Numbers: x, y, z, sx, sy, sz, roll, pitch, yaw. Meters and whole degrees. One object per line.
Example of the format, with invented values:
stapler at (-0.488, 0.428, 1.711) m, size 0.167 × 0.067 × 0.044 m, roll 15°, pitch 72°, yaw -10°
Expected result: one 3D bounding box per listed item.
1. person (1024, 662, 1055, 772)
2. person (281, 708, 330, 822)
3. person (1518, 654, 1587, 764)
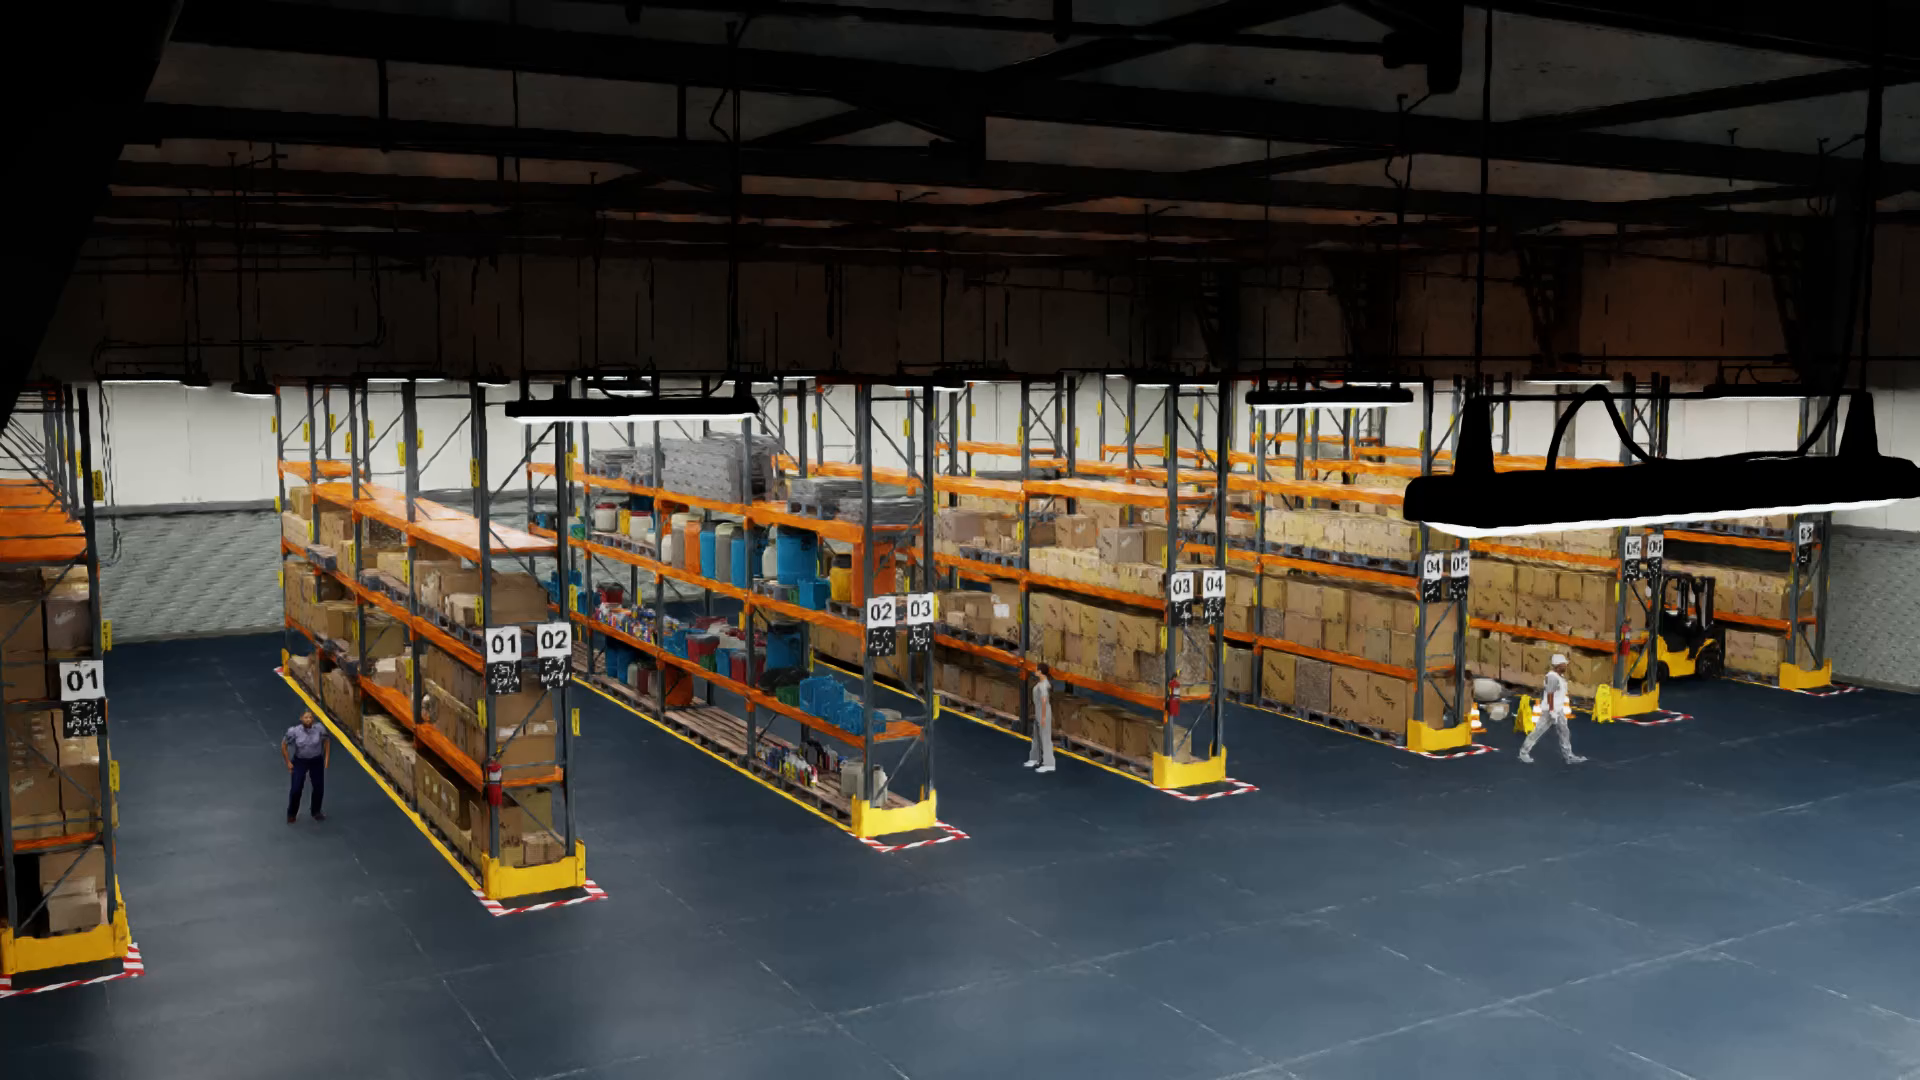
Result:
person at (1.222, 2.696, 25.542) m, size 0.477 × 1.674 × 0.487 m, roll 0°, pitch 6°, yaw 0°
person at (-8.938, 3.062, 22.746) m, size 0.625 × 1.596 × 0.517 m, roll -4°, pitch 7°, yaw -32°
person at (9.225, 2.636, 25.851) m, size 0.947 × 1.757 × 0.590 m, roll 4°, pitch 8°, yaw 34°
